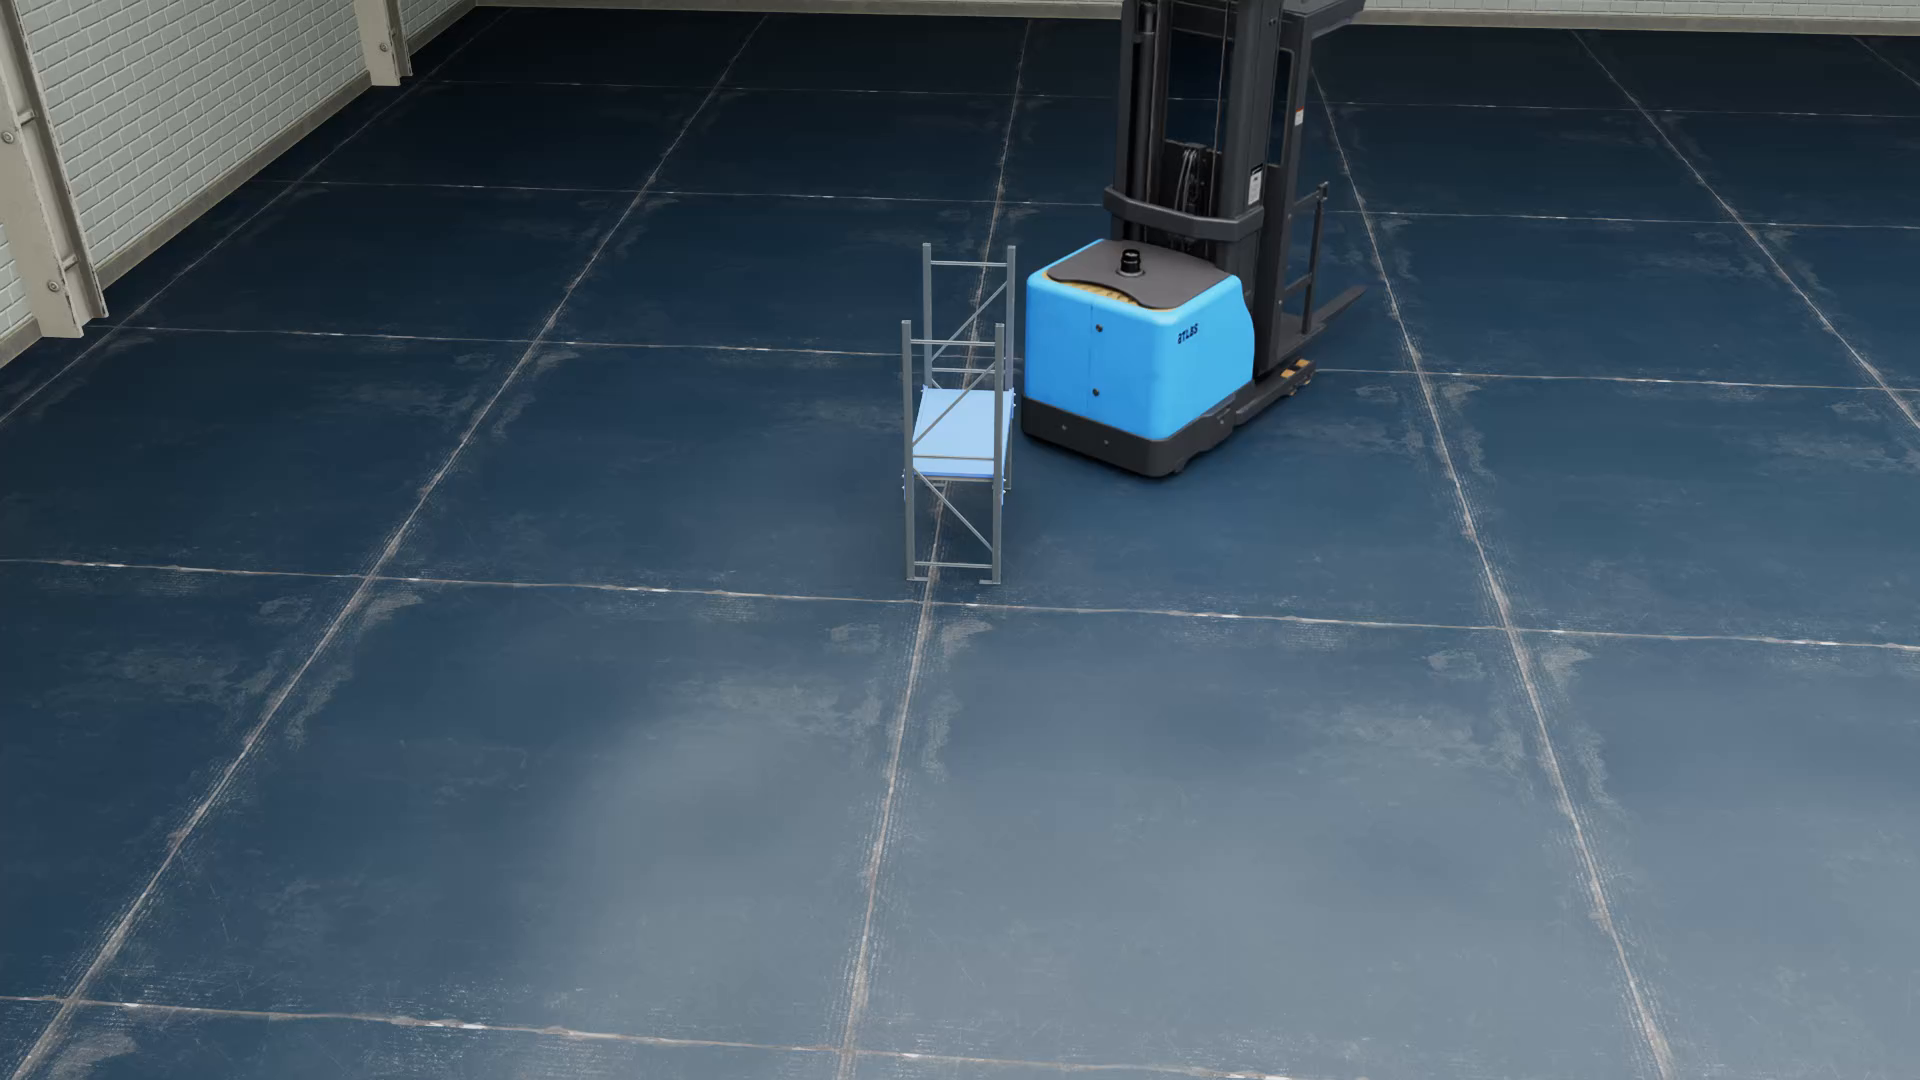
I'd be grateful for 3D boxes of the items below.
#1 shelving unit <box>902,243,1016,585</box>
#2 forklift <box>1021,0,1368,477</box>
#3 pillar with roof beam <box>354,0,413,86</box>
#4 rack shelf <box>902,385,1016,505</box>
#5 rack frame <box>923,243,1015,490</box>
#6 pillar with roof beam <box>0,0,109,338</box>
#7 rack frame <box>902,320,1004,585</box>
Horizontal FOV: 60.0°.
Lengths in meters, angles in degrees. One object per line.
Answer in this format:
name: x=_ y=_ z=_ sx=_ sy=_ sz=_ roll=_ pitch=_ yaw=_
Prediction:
shelving unit: x=0.007 y=-0.683 z=8.929 sx=0.538 sy=1.500 sz=1.048 roll=2 pitch=32 yaw=4
forklift: x=1.679 y=-2.327 z=10.232 sx=1.130 sy=2.935 sz=3.031 roll=22 pitch=38 yaw=32
pillar with roof beam: x=-1.456 y=-8.295 z=14.132 sx=9.100 sy=9.000 sz=0.400 roll=2 pitch=32 yaw=4
rack shelf: x=0.007 y=-0.530 z=9.023 sx=0.538 sy=0.185 sz=1.000 roll=2 pitch=32 yaw=4
rack frame: x=0.048 y=-0.949 z=9.360 sx=0.500 sy=1.500 sz=0.032 roll=2 pitch=32 yaw=4
pillar with roof beam: x=-1.944 y=-5.157 z=9.041 sx=9.100 sy=9.000 sz=0.400 roll=2 pitch=32 yaw=4
rack frame: x=-0.034 y=-0.417 z=8.498 sx=0.500 sy=1.500 sz=0.032 roll=2 pitch=32 yaw=4
